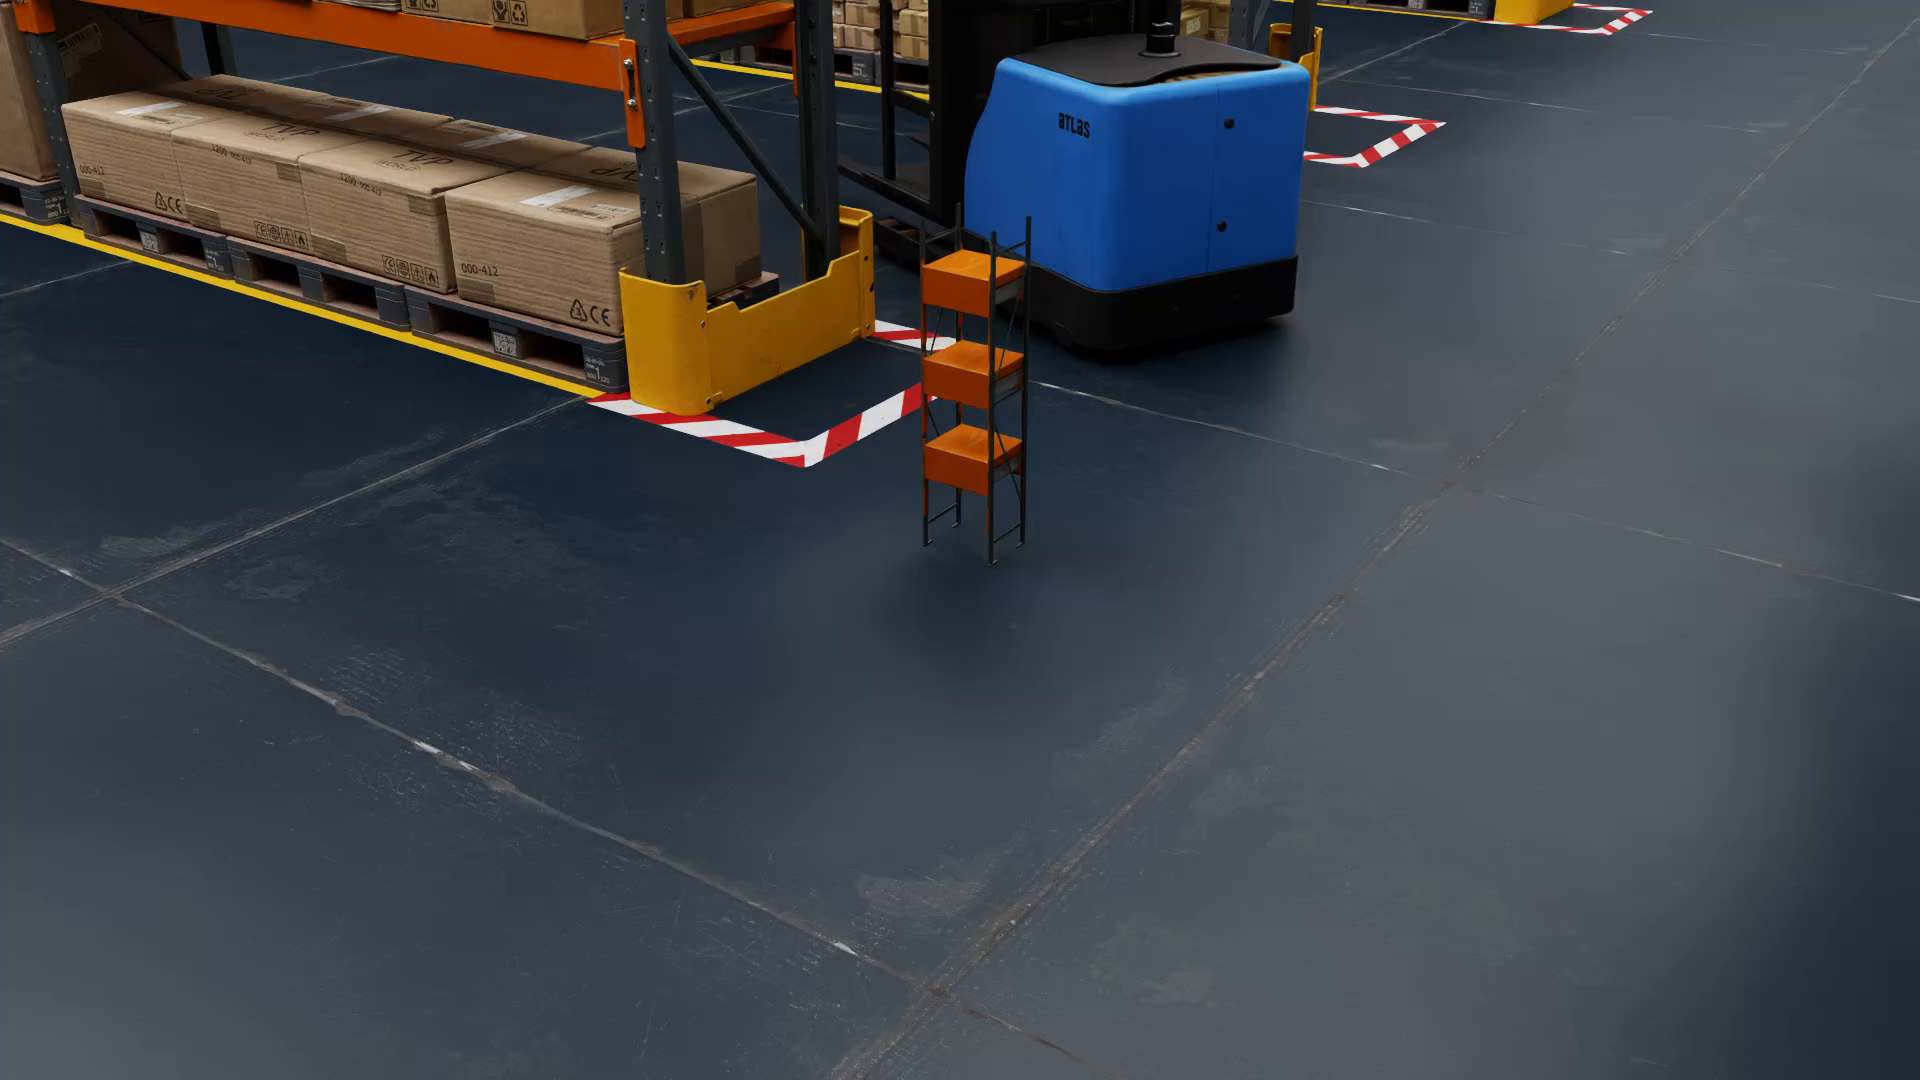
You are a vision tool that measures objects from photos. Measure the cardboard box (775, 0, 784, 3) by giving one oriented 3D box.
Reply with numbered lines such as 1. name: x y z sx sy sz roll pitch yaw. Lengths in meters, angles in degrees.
1. cardboard box: -1.281 -3.790 11.743 0.250 0.149 0.380 19 33 33

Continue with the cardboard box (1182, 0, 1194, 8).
1. cardboard box: 1.364 -3.396 10.640 0.250 0.149 0.380 18 32 31

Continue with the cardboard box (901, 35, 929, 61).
1. cardboard box: -0.188 -3.339 11.184 0.250 0.149 0.380 16 31 29

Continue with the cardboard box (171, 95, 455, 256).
1. cardboard box: -2.923 -1.692 7.629 0.875 0.438 0.875 16 31 29

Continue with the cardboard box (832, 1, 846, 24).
1. cardboard box: -0.800 -3.710 11.585 0.250 0.149 0.380 17 32 30

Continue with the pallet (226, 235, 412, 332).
1. pallet: -2.526 -1.297 7.566 1.213 0.211 1.003 17 32 30

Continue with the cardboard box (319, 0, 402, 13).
1. cardboard box: -2.203 -2.383 6.515 0.500 0.500 0.500 18 32 32

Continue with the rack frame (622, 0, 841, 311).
1. rack frame: -0.821 -2.050 5.972 0.127 3.000 1.000 17 32 30

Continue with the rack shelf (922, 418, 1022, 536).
1. rack shelf: 0.044 -0.197 5.116 0.240 0.259 0.215 17 32 30

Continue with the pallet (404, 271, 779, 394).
1. pallet: -1.524 -0.984 6.950 1.213 0.211 1.003 17 32 30

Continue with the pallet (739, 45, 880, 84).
1. pallet: -0.825 -3.552 11.997 1.213 0.211 1.003 17 32 30

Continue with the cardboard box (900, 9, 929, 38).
1. cardboard box: -0.194 -3.472 11.117 0.250 0.149 0.380 17 32 30

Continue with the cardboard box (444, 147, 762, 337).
1. cardboard box: -1.421 -1.228 6.717 0.875 0.438 0.875 16 31 29

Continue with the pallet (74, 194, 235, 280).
1. pallet: -3.535 -1.610 8.181 1.213 0.211 1.003 17 32 30

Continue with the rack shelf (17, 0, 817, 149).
1. rack shelf: -2.469 -2.243 7.144 4.000 0.370 1.077 17 32 30

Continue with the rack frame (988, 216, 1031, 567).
1. rack frame: 0.145 -0.423 4.923 0.008 1.050 0.200 17 32 30

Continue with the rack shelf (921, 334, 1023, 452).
1. rack shelf: 0.044 -0.445 4.990 0.240 0.259 0.215 17 32 30

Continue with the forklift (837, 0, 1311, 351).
1. forklift: 0.232 -2.684 7.292 1.130 2.935 3.031 -15 30 -27

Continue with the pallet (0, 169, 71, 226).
1. pallet: -4.797 -2.005 8.956 1.213 0.211 1.003 17 32 30

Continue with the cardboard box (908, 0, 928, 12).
1. cardboard box: -0.139 -3.637 11.114 0.250 0.149 0.380 16 31 28

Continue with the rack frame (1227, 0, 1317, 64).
1. rack frame: 1.899 -3.927 9.659 0.127 3.000 1.000 17 32 30

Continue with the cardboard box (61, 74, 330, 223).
1. cardboard box: -3.661 -1.921 8.080 0.875 0.438 0.875 17 31 30

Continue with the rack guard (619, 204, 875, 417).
1. rack guard: -0.801 -0.930 6.526 0.348 0.500 1.175 17 32 30

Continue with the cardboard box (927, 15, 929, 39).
1. cardboard box: -0.005 -3.399 10.974 0.250 0.149 0.380 18 32 31

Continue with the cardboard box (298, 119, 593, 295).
1. cardboard box: -2.180 -1.460 7.173 0.875 0.438 0.875 18 32 32

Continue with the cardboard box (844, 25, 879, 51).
1. cardboard box: -0.589 -3.498 11.496 0.250 0.149 0.380 17 31 29

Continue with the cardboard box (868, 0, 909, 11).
1. cardboard box: -0.411 -3.676 11.191 0.250 0.149 0.380 18 32 31

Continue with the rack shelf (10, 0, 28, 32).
1. rack shelf: -5.766 -3.270 9.162 4.000 0.370 1.077 17 32 30

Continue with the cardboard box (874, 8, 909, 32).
1. cardboard box: -0.366 -3.560 11.291 0.250 0.149 0.380 19 33 33

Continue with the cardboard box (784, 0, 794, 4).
1. cardboard box: -1.022 -3.759 11.682 0.250 0.149 0.380 18 32 31

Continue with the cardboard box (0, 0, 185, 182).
1. cardboard box: -4.674 -2.447 8.631 0.875 0.875 0.875 18 32 32

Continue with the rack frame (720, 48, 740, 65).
1. rack frame: -1.399 -4.954 11.677 0.127 3.000 1.000 17 32 30

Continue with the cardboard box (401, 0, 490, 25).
1. cardboard box: -1.773 -2.254 6.262 0.500 0.500 0.500 17 31 29

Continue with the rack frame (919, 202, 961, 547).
1. rack frame: -0.056 -0.485 5.046 0.008 1.050 0.200 17 32 30

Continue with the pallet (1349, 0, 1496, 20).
1. pallet: 4.087 -4.689 14.230 1.213 0.211 1.003 17 32 30

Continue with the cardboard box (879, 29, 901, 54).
1. cardboard box: -0.348 -3.442 11.386 0.250 0.149 0.380 16 31 28

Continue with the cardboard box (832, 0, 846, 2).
1. cardboard box: -0.802 -3.830 11.494 0.250 0.149 0.380 17 31 30

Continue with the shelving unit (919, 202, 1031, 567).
1. shelving unit: 0.044 -0.454 4.985 0.252 1.050 0.215 17 32 30

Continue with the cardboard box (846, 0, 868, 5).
1. cardboard box: -0.574 -3.772 11.379 0.250 0.149 0.380 16 31 29

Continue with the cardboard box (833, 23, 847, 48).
1. cardboard box: -0.827 -3.544 11.587 0.250 0.149 0.380 17 32 30

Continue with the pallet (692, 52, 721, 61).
1. pallet: -2.041 -3.911 12.702 1.213 0.211 1.003 17 32 30

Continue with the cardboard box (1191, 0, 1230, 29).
1. cardboard box: 1.659 -3.370 10.589 0.250 0.149 0.380 16 31 28

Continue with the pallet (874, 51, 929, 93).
1. pallet: 0.185 -3.239 11.382 1.213 0.211 1.003 17 32 30

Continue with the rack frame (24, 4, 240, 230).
1. rack frame: -4.118 -3.077 7.990 0.127 3.000 1.000 17 32 30

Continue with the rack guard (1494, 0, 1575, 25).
1. rack guard: 4.810 -4.635 13.807 0.348 0.500 1.175 17 32 30

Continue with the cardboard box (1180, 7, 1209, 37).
1. cardboard box: 1.319 -3.150 10.156 0.250 0.149 0.380 18 32 31

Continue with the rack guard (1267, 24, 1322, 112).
1. rack guard: 1.836 -2.832 10.264 0.348 0.500 1.175 17 32 30

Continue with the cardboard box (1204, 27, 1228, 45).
1. cardboard box: 1.612 -3.207 10.596 0.250 0.149 0.380 19 32 32

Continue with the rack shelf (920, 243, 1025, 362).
1. rack shelf: 0.044 -0.698 4.861 0.240 0.259 0.215 17 32 30

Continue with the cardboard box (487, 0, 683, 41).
1. cardboard box: -1.368 -2.120 5.998 0.500 0.500 0.500 18 32 31

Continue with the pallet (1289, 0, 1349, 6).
1. pallet: 3.085 -5.002 14.846 1.213 0.211 1.003 17 32 30

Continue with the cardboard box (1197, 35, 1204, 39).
1. cardboard box: 1.302 -3.005 10.200 0.250 0.149 0.380 16 31 29

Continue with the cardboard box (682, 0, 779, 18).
1. cardboard box: -1.054 -2.325 6.402 0.500 0.500 0.500 17 32 30

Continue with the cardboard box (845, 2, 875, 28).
1. cardboard box: -0.579 -3.640 11.447 0.250 0.149 0.380 16 31 28
